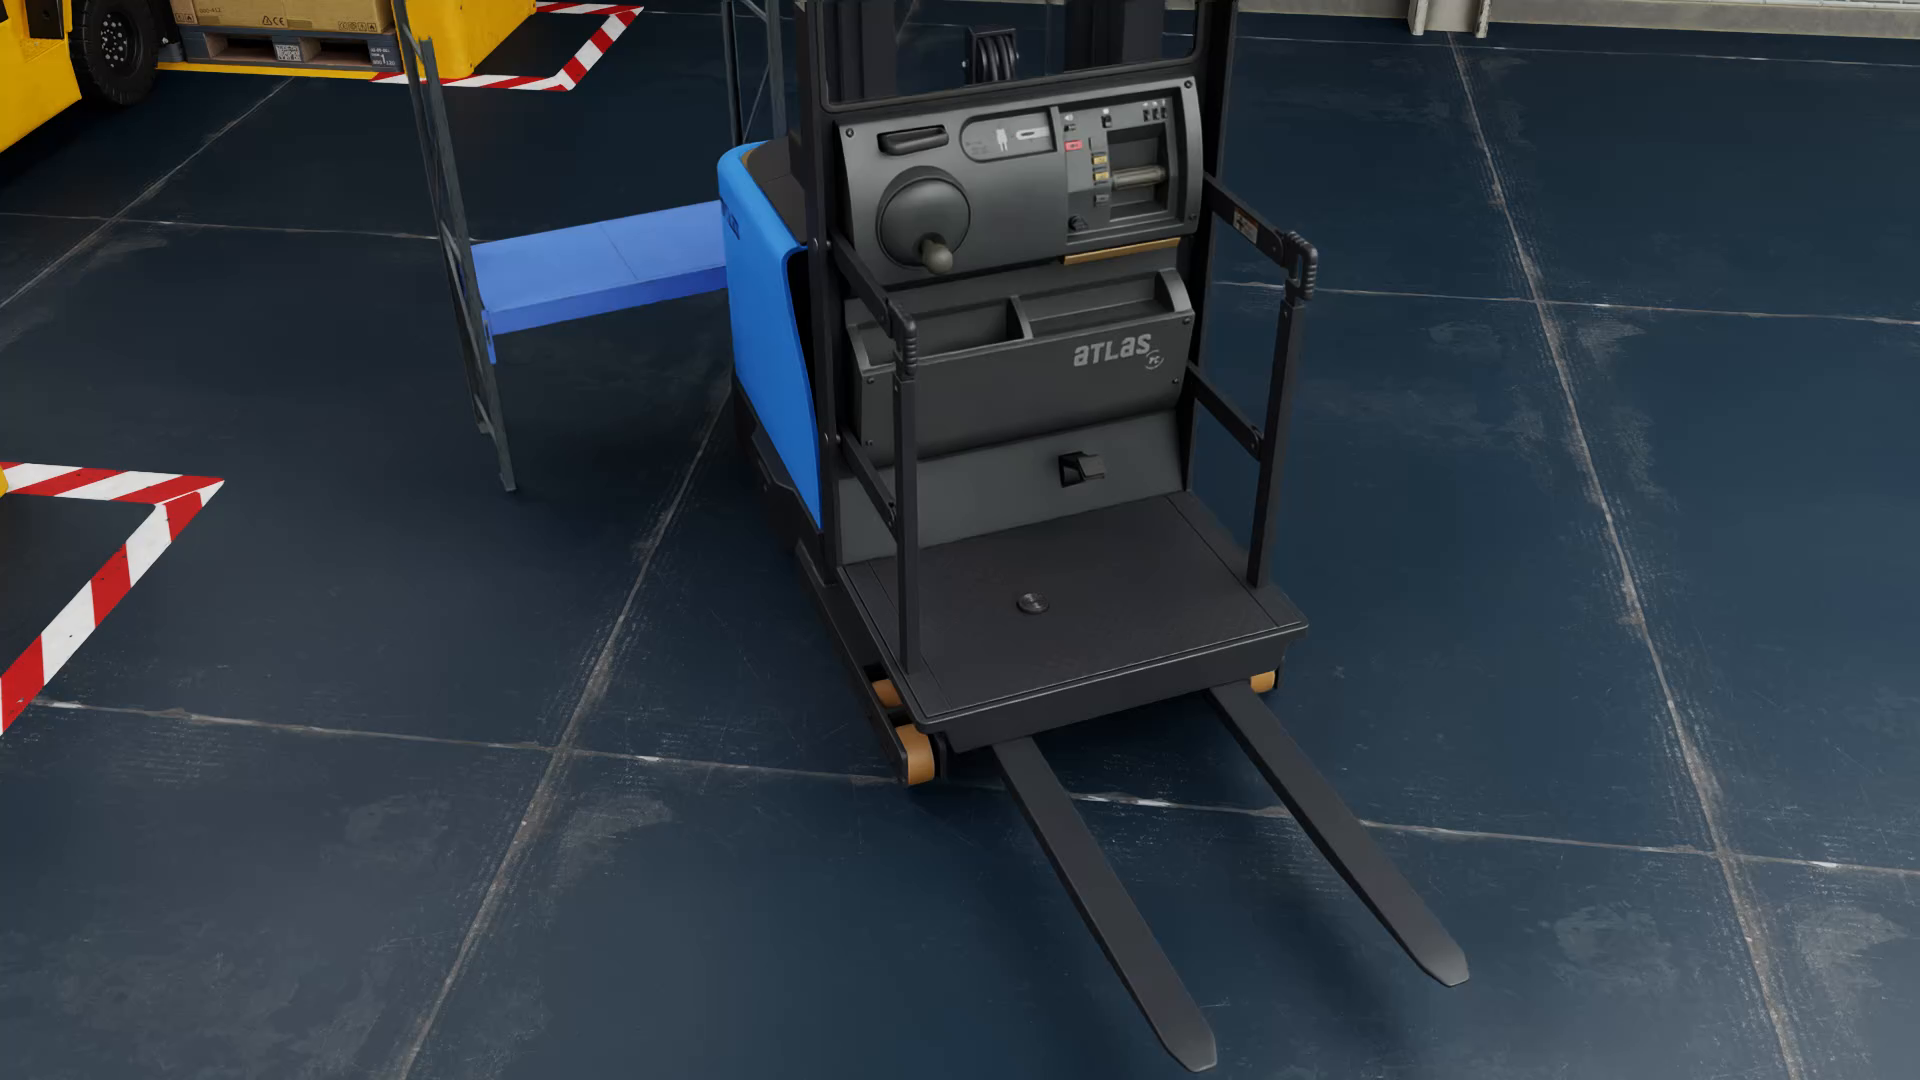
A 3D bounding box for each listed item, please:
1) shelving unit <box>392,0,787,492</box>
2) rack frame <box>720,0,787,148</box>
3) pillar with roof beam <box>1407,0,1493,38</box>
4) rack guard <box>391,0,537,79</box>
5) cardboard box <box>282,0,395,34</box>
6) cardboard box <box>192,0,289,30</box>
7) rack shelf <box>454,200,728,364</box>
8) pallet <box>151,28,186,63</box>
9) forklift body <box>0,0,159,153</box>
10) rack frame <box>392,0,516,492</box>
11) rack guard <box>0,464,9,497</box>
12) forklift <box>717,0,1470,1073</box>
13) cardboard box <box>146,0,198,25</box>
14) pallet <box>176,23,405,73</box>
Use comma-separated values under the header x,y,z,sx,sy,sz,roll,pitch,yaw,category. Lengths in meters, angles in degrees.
x,y,z,sx,sy,sz,roll,pitch,yaw,category
-1.123,-1.029,5.401,1.048,1.500,0.538,-15,38,-20,shelving unit
-0.662,-1.154,5.576,0.032,1.500,0.500,-15,38,-20,rack frame
2.154,-4.035,3.157,0.400,9.000,9.100,4,36,6,pillar with roof beam
-2.649,-2.927,8.921,0.348,0.500,1.175,4,36,6,rack guard
-3.179,-2.851,8.668,0.500,0.250,0.500,5,36,6,cardboard box
-3.671,-2.893,8.727,0.500,0.250,0.500,4,36,6,cardboard box
-1.123,-0.882,5.505,1.000,0.185,0.538,-15,38,-20,rack shelf
-4.644,-2.936,9.182,1.213,0.211,1.003,4,36,6,pallet
-4.786,-2.690,7.168,1.214,2.155,2.313,4,36,6,forklift body
-1.583,-0.904,5.225,0.032,1.500,0.500,-15,38,-20,rack frame
-3.377,-0.074,4.924,0.348,0.500,1.175,4,36,6,rack guard
0.241,-0.826,3.885,1.130,2.935,3.031,-13,37,-17,forklift
-4.167,-2.935,8.786,0.500,0.250,0.500,5,36,6,cardboard box
-3.437,-2.844,9.053,1.213,0.211,1.003,4,36,6,pallet
